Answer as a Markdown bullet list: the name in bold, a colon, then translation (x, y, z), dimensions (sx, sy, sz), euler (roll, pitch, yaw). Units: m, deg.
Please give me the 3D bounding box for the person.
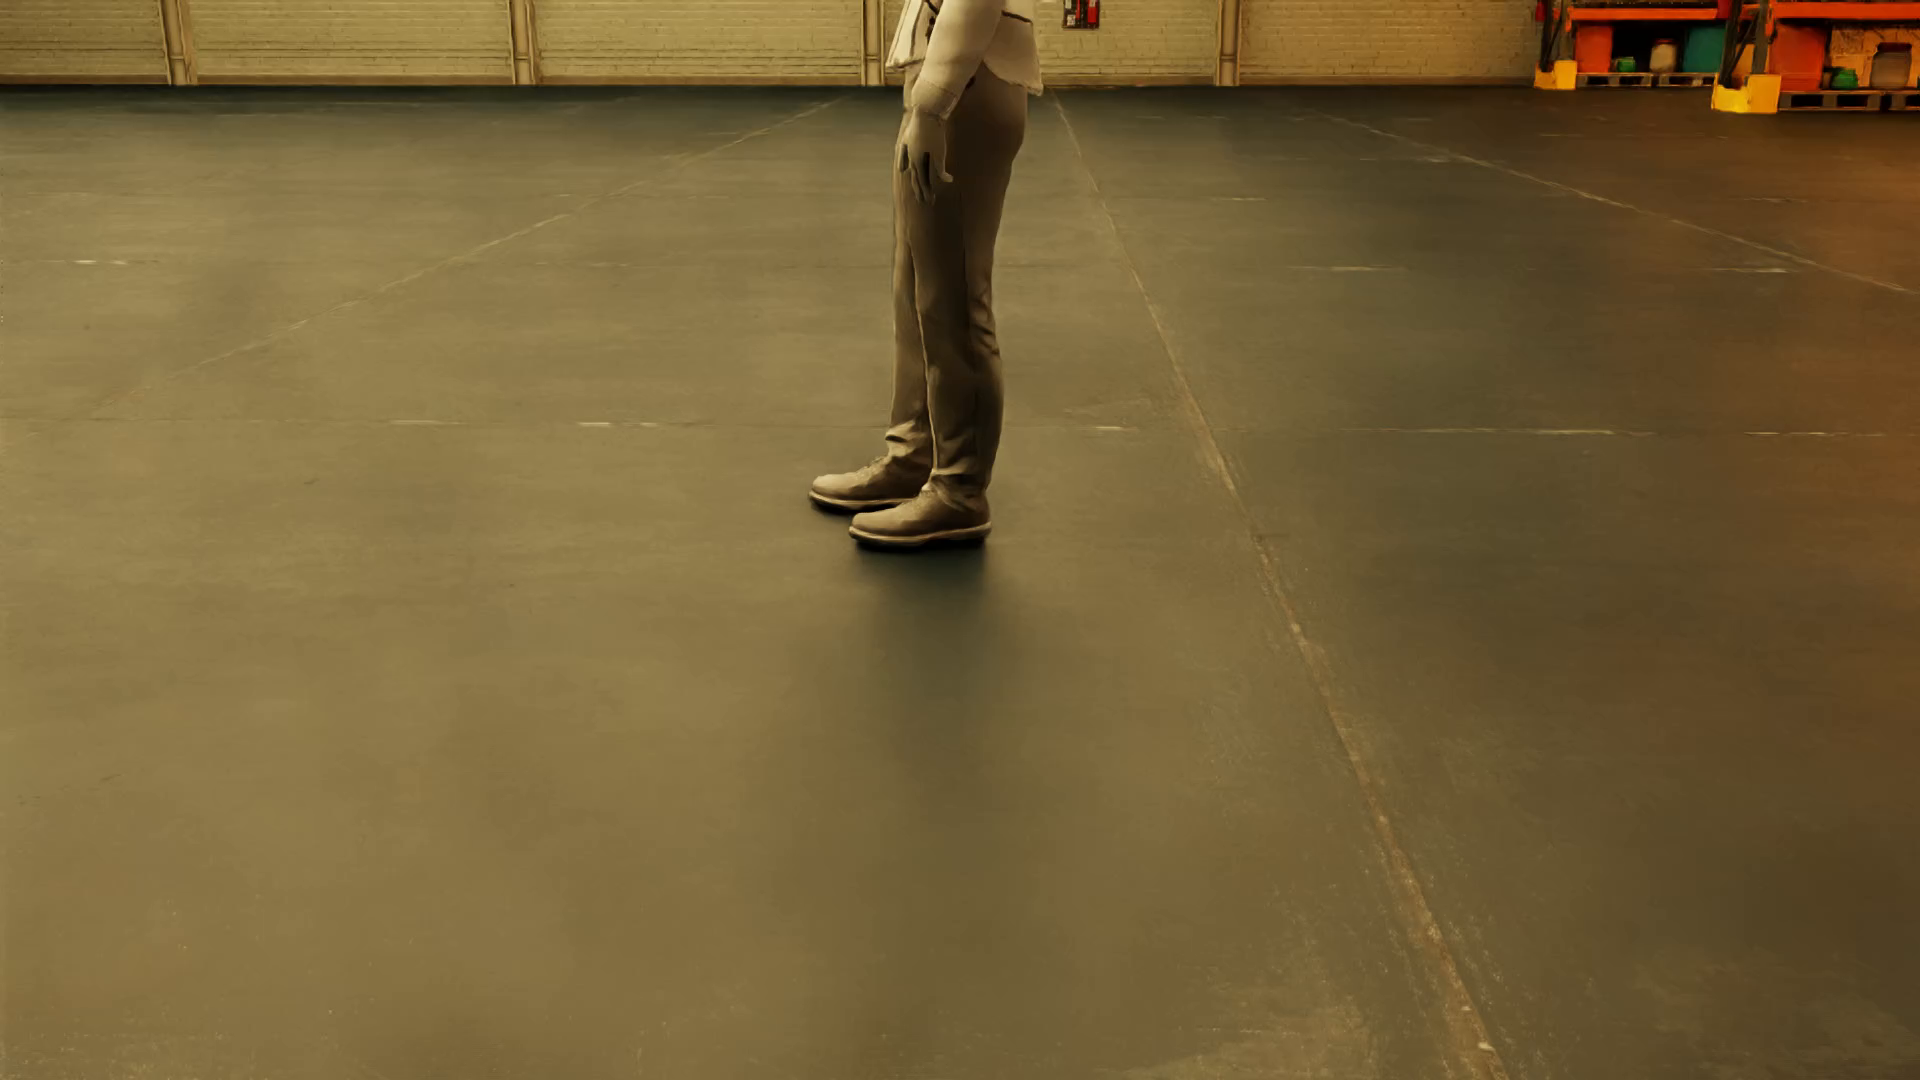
- **person**: translation (-0.068, -0.819, 3.127), dimensions (0.533, 1.695, 0.586), euler (1, 17, 2)
